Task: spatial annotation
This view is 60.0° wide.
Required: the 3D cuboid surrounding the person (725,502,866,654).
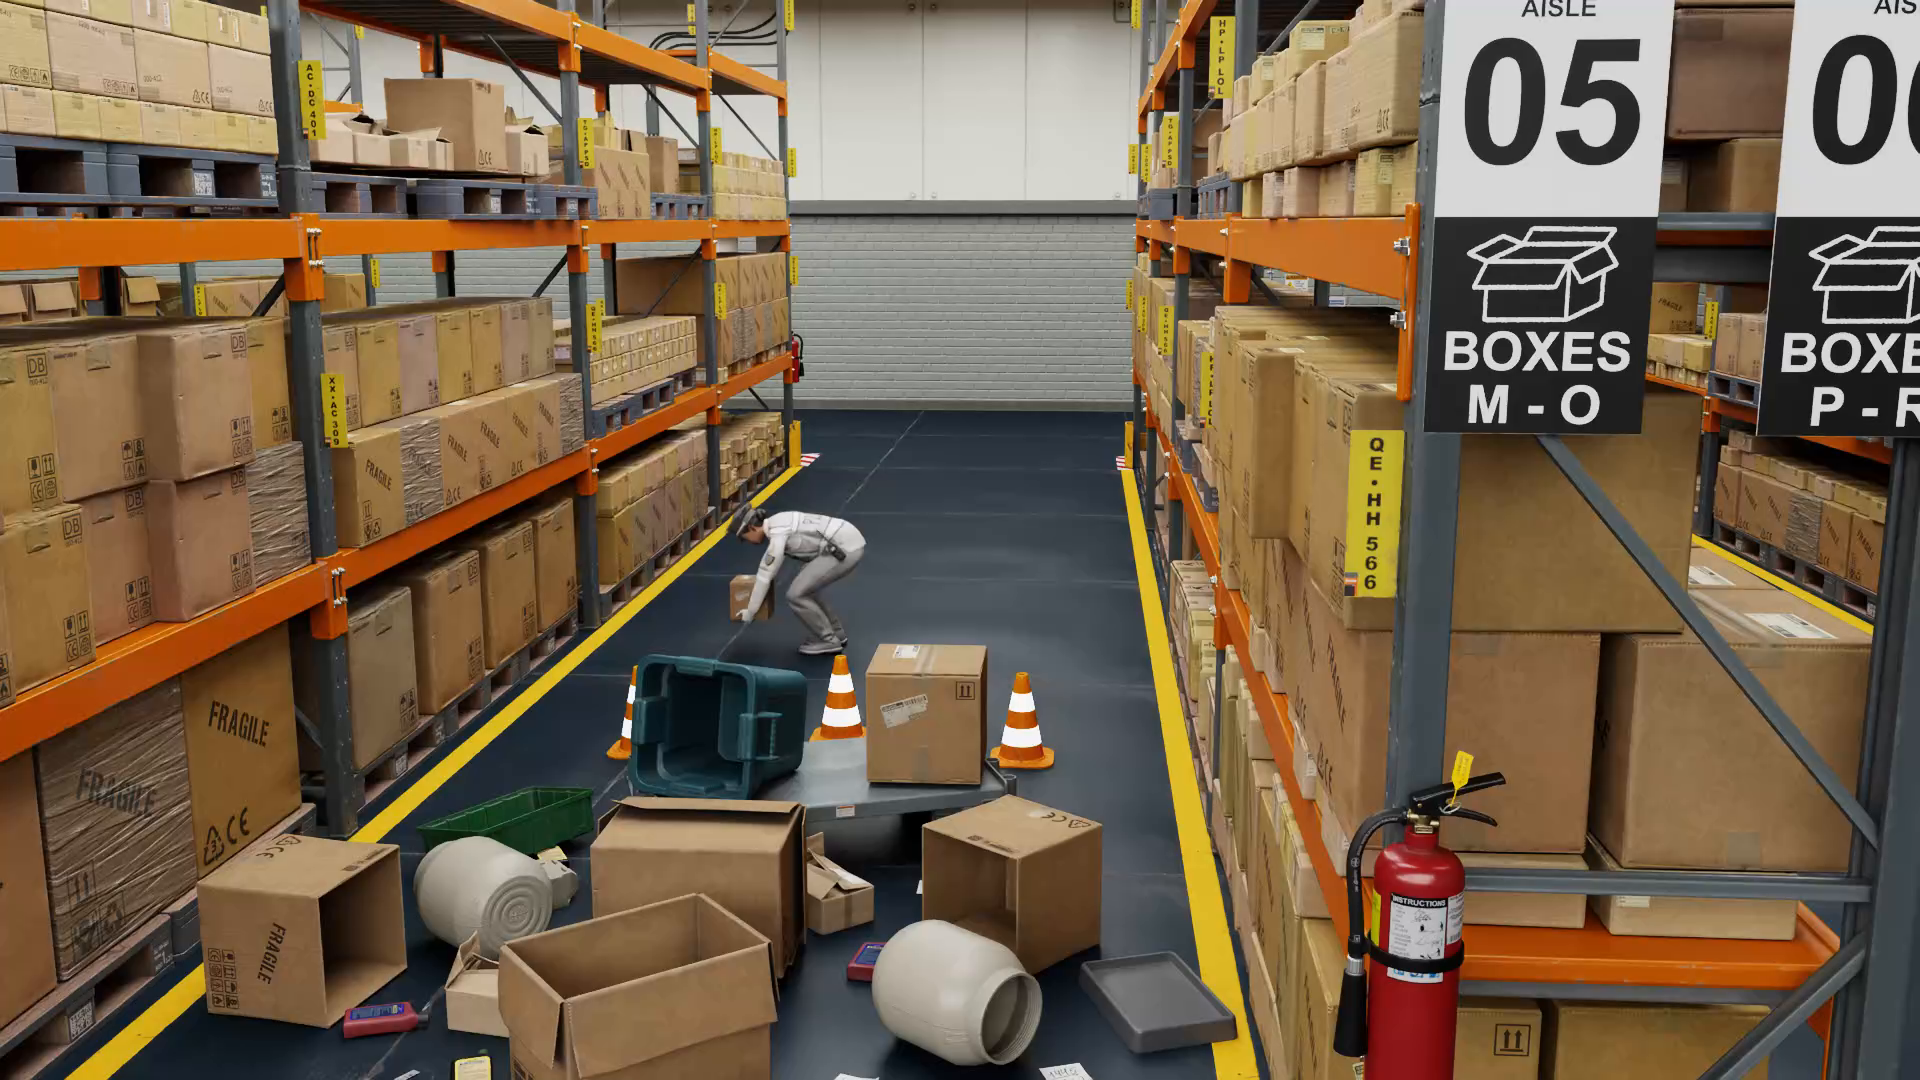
[{"bbox_3d":[-1.082,0.239,10.978,0.916,0.992,0.466,0,11,1],"label":"person"}]
